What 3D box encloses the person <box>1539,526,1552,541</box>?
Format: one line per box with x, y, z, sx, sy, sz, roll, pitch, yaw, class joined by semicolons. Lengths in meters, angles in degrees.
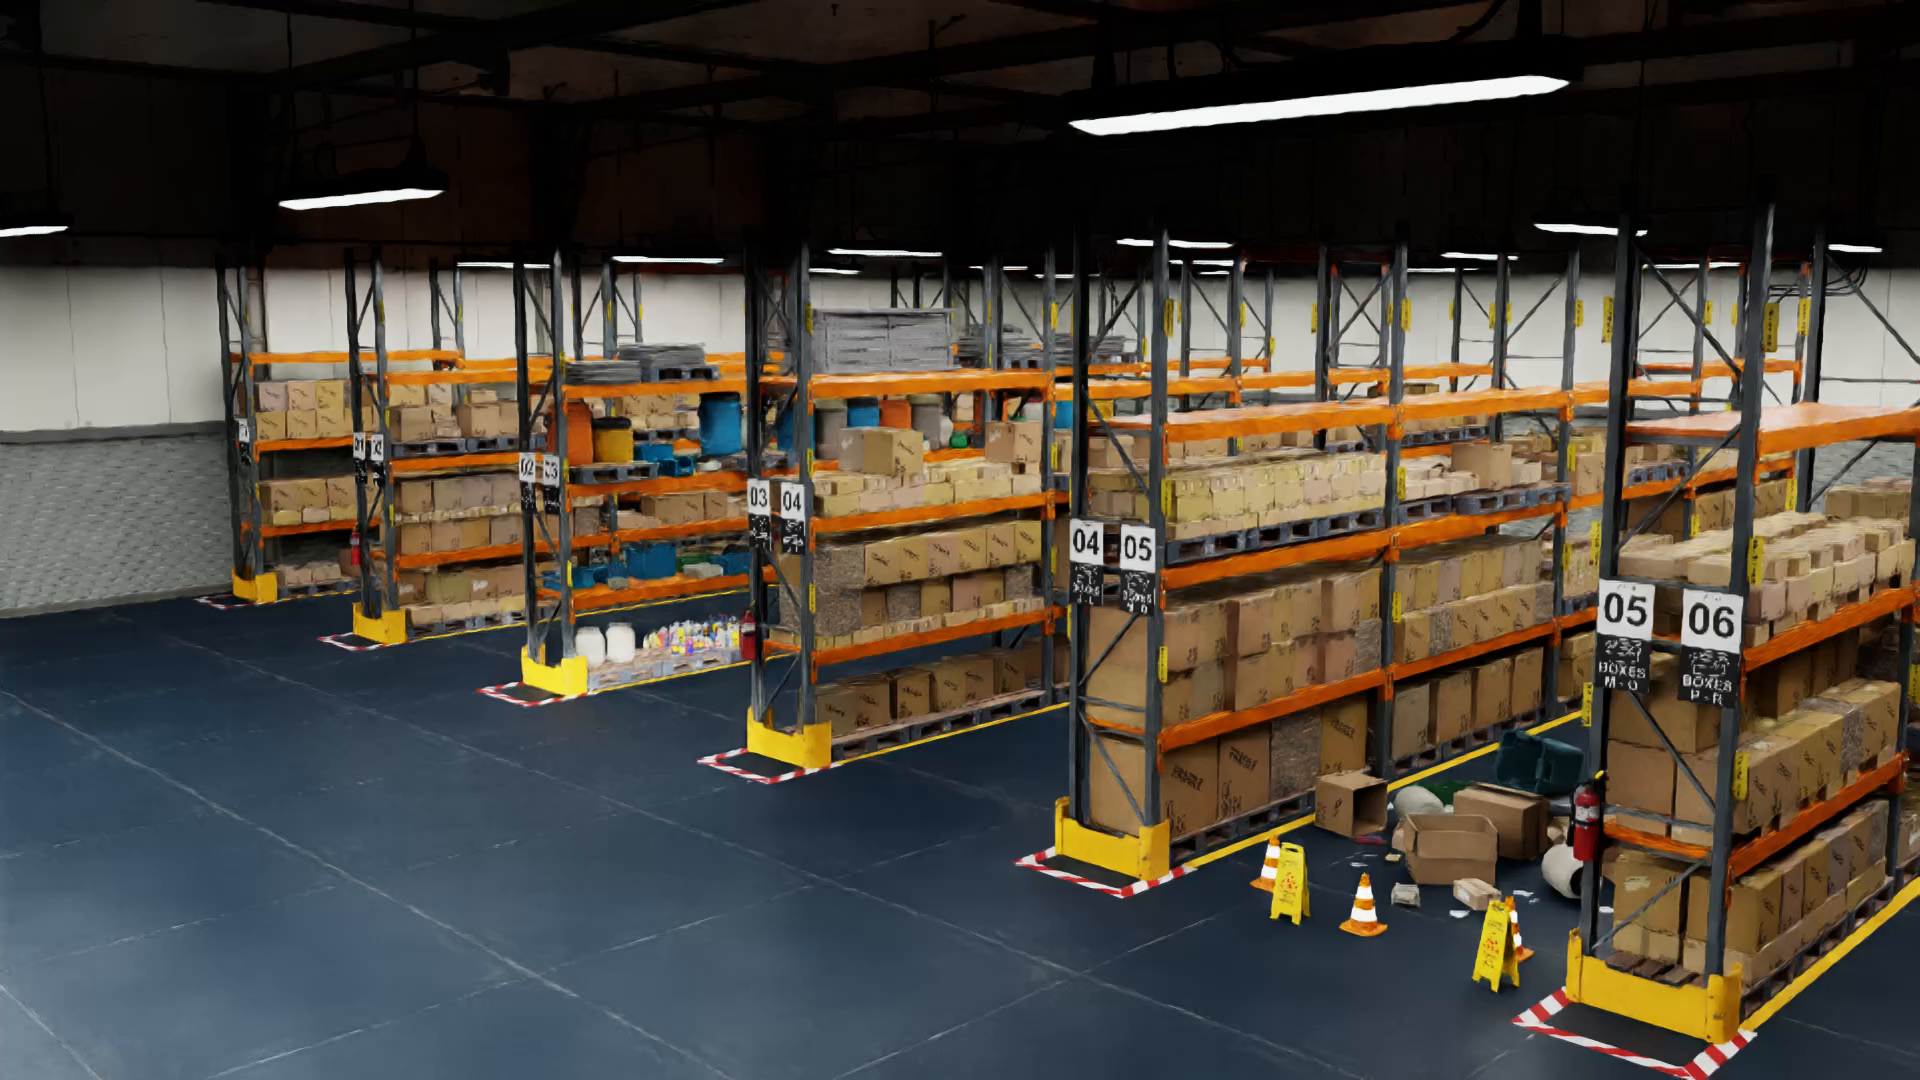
9.205;0.604;26.181;1.193;1.698;0.598;-7;11;-42;person
